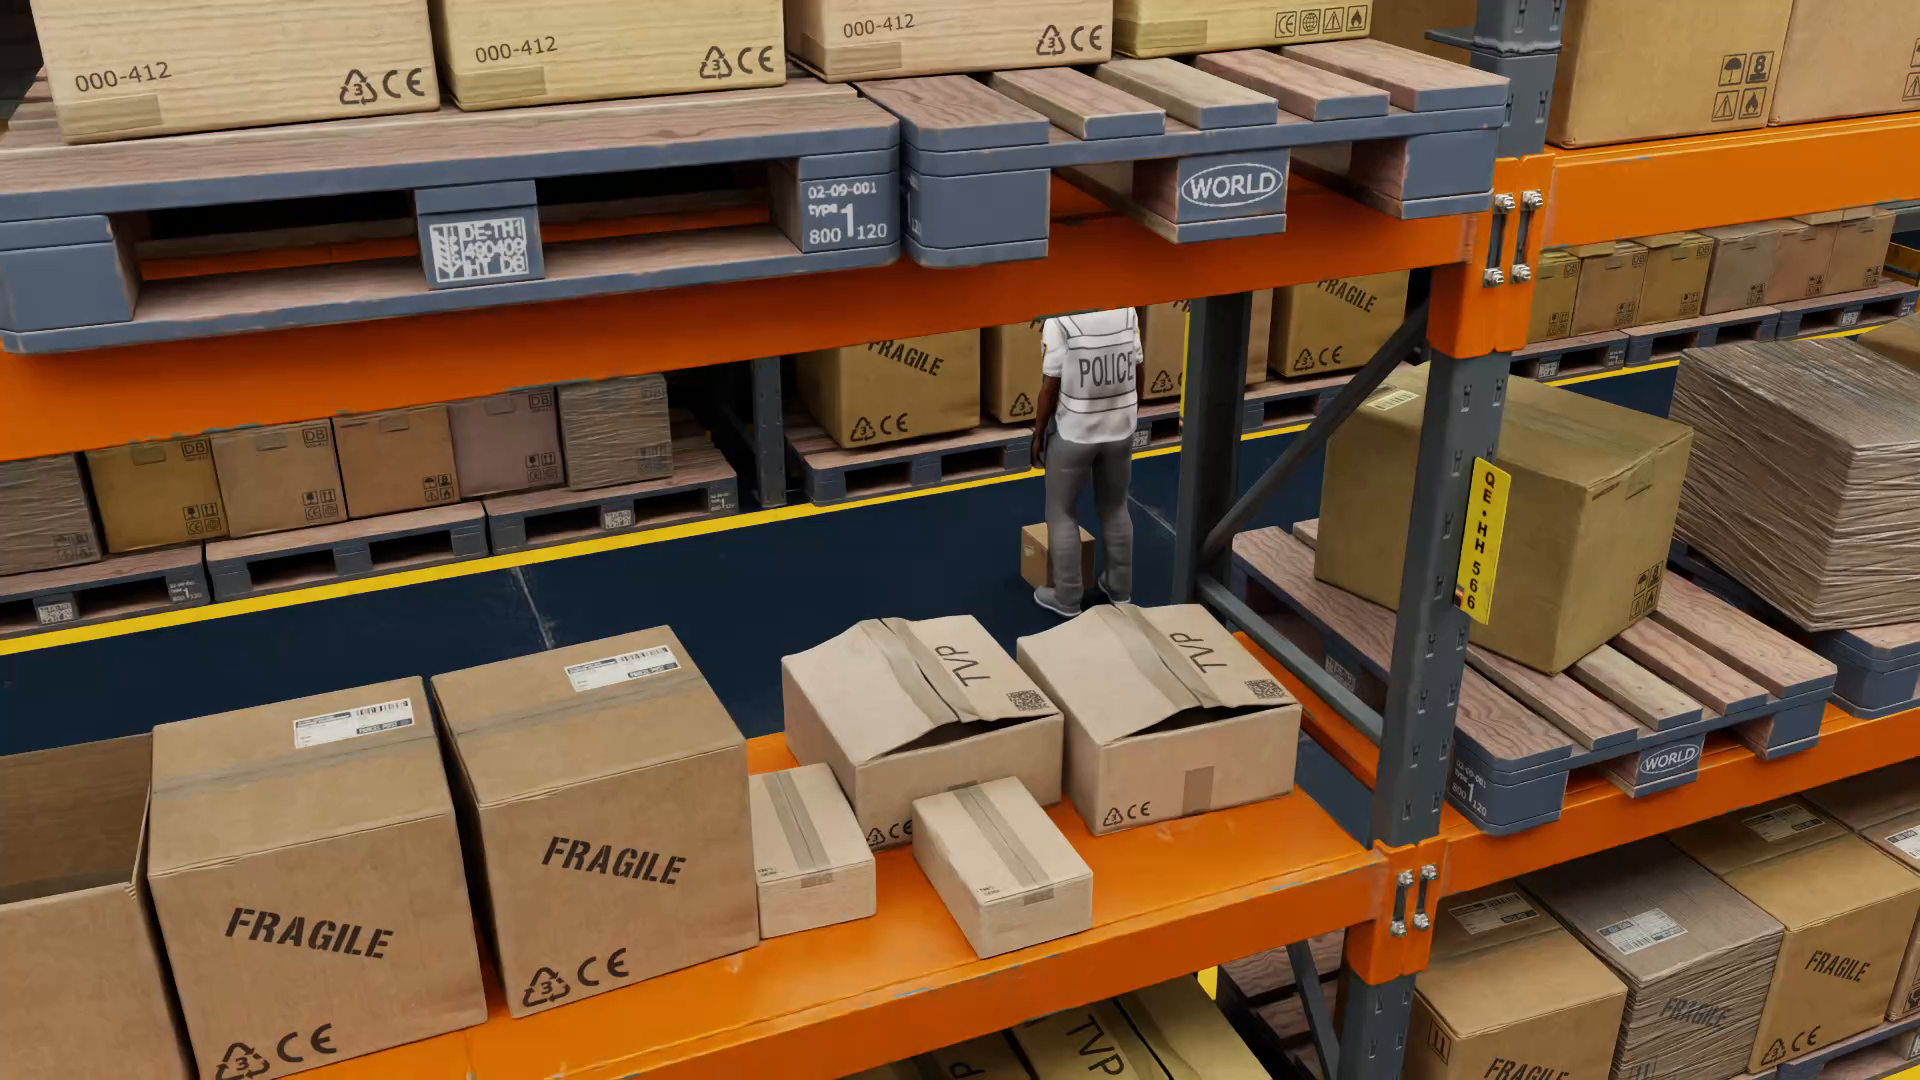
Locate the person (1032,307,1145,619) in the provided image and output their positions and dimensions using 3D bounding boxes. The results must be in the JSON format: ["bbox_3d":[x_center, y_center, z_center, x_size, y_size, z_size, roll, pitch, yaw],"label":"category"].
[{"bbox_3d":[0.546,-0.461,7.053,0.507,1.660,0.394,-11,28,-20],"label":"person"}]
